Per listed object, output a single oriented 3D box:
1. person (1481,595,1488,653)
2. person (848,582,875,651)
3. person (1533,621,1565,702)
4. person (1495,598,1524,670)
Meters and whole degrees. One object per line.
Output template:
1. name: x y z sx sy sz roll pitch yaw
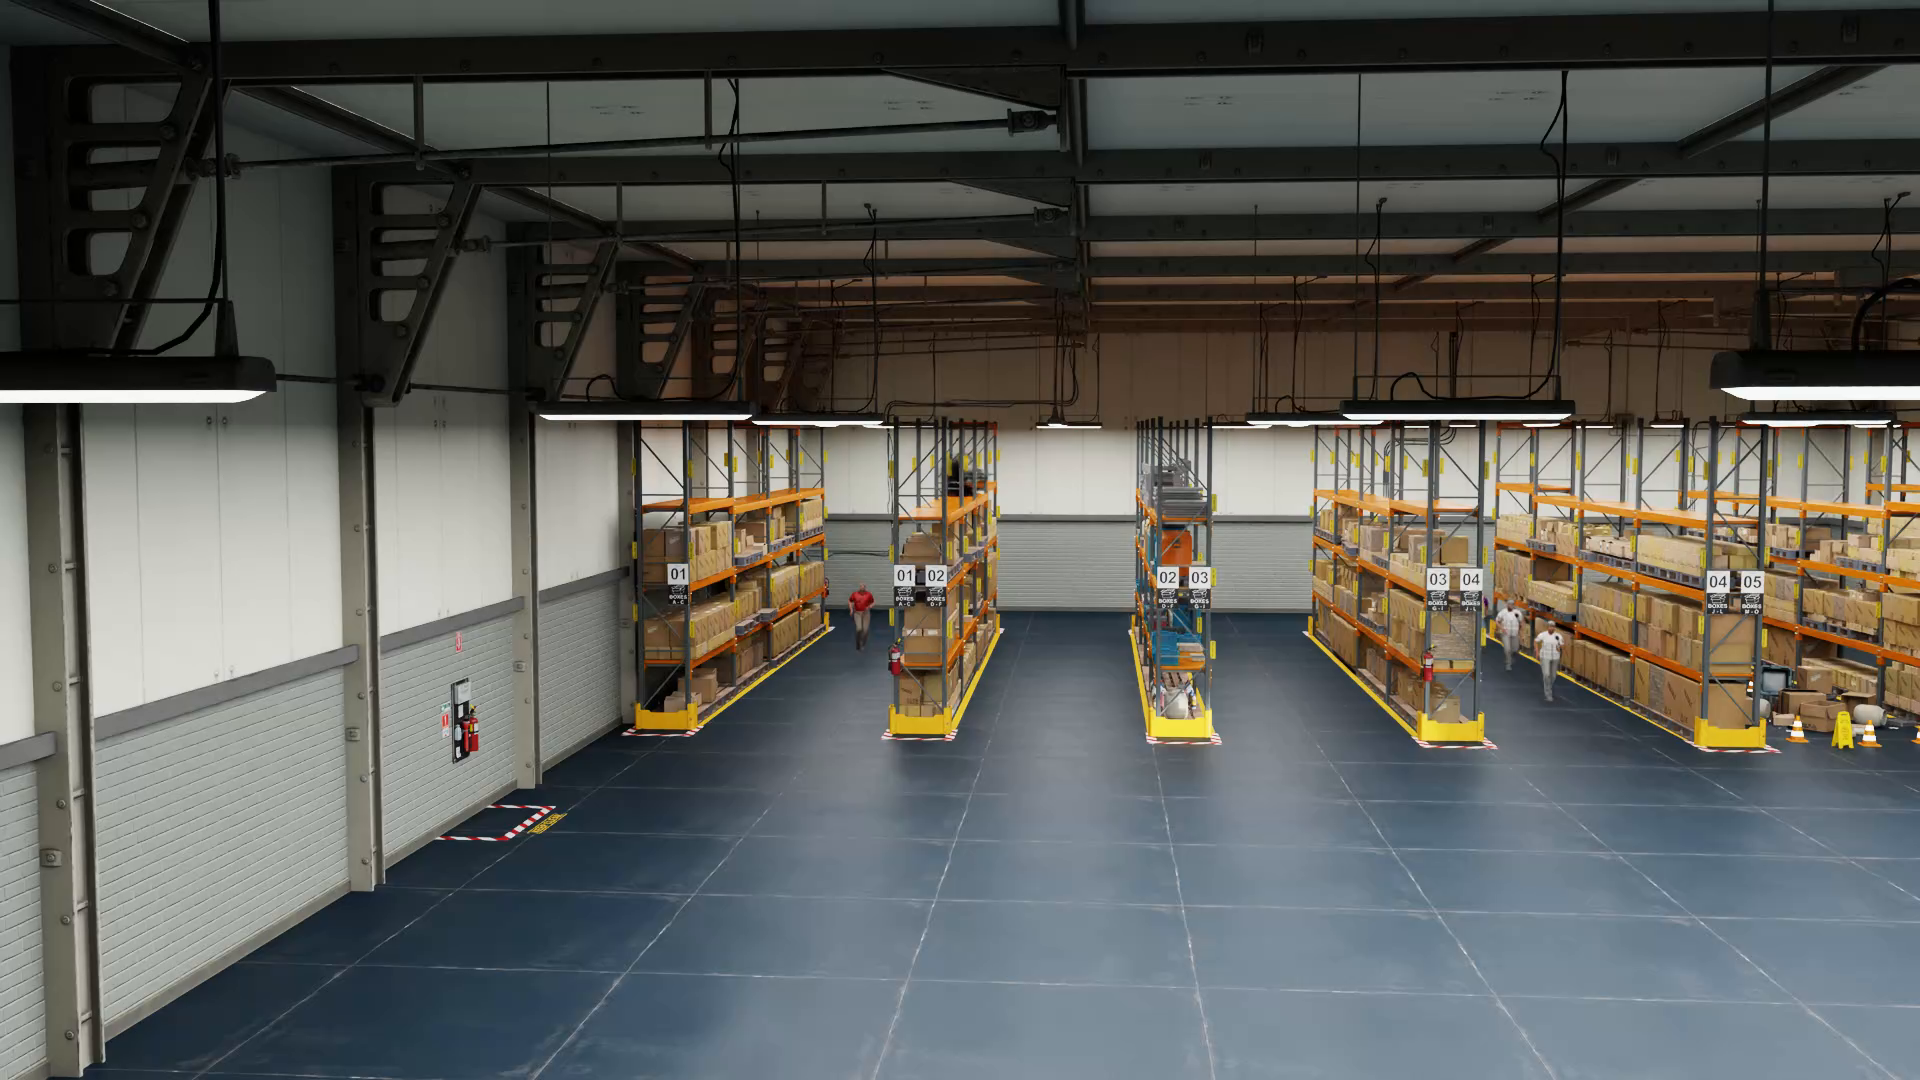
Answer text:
1. person: 13.393 2.040 43.036 0.664 1.759 0.687 0 4 5
2. person: -2.426 1.902 41.216 0.651 1.724 0.602 -1 4 -10
3. person: 12.597 2.556 35.511 0.610 1.675 0.896 0 4 4
4. person: 13.209 2.247 39.942 0.690 1.729 0.629 0 4 7
